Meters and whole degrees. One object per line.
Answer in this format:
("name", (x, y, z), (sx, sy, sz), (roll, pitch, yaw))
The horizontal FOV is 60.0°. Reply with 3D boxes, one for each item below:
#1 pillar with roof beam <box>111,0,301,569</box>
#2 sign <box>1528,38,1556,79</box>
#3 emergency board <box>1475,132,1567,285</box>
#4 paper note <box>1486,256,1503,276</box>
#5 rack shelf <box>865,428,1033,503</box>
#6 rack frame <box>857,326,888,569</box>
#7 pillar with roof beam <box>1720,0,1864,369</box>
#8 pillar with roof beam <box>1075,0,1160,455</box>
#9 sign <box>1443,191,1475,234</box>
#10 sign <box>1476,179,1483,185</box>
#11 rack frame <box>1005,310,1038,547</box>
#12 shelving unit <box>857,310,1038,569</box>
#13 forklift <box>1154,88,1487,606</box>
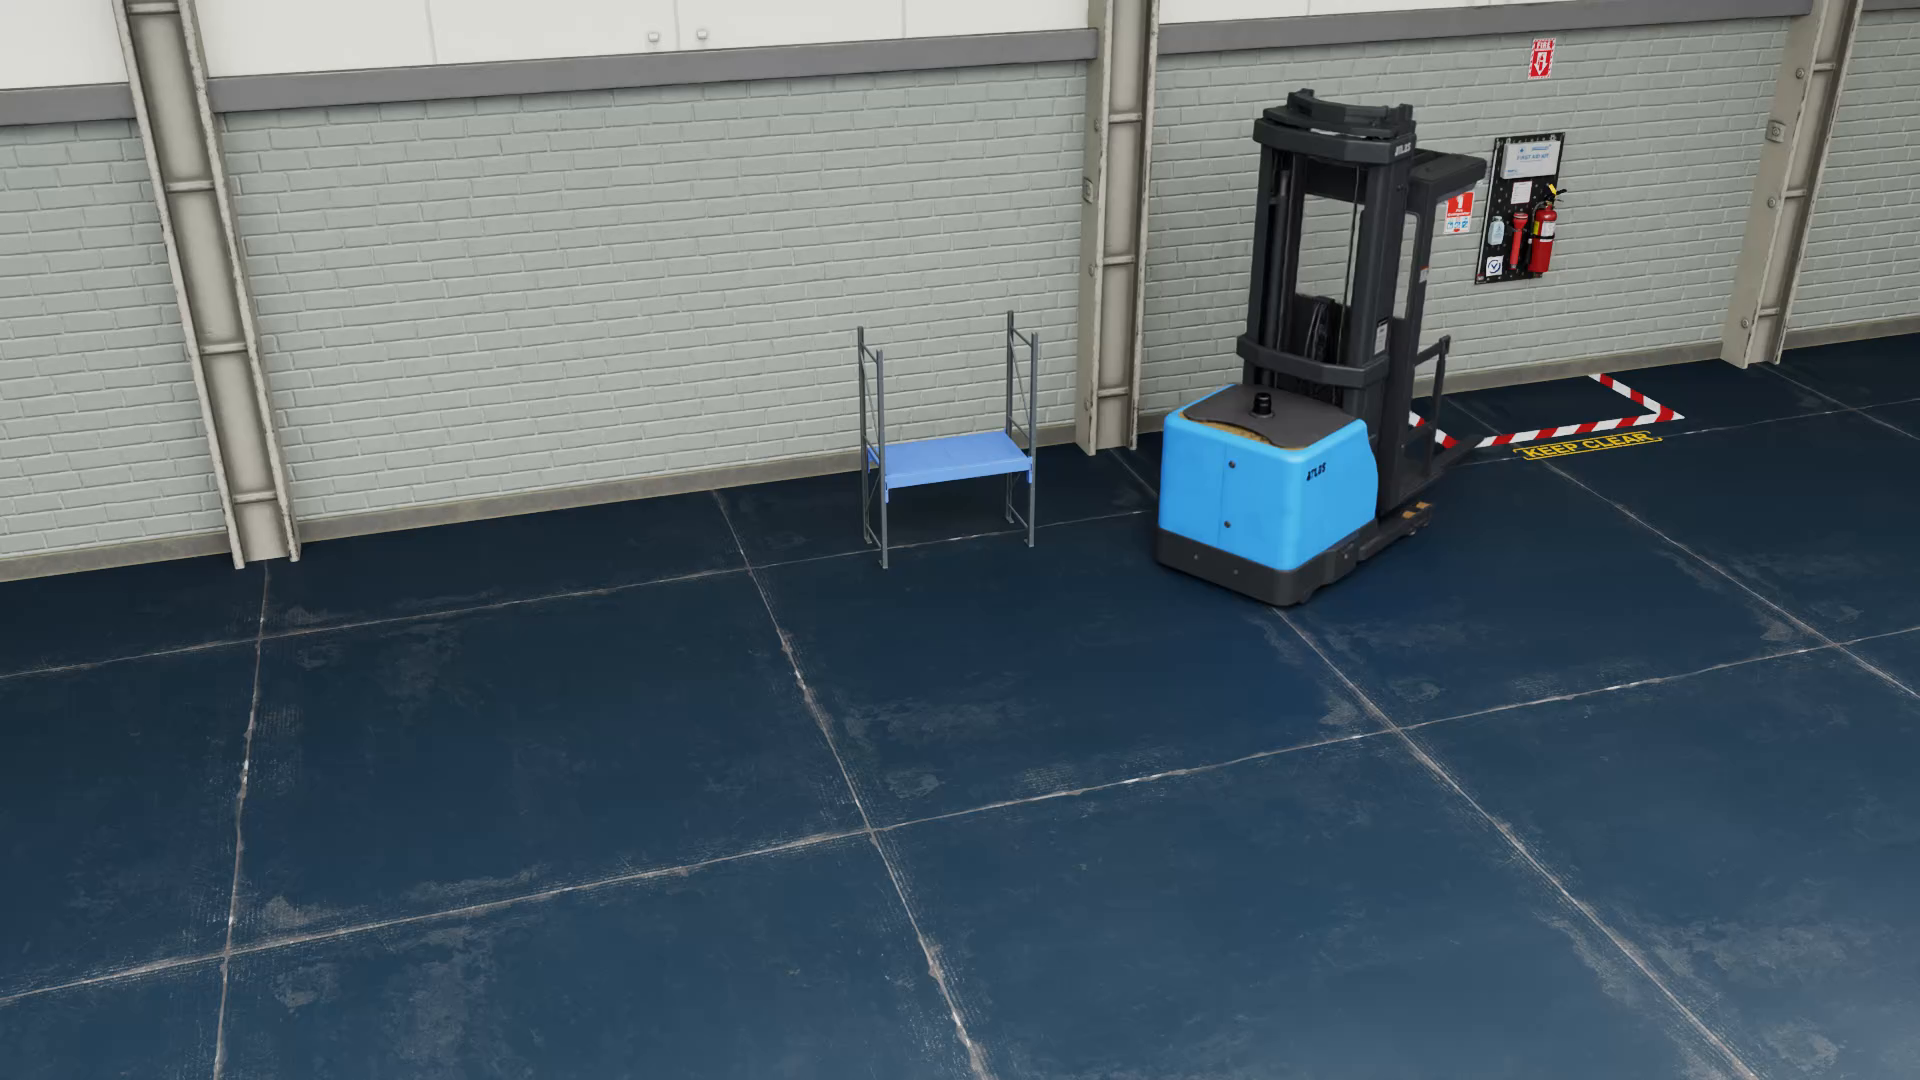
("pillar with roof beam", (-3.261, -2.113, 5.380), (0.400, 9.000, 9.100), (-8, 28, -16))
("sign", (4.416, -3.653, 12.623), (0.199, 0.298, 0.001), (-8, 28, -16))
("emergency board", (4.454, -2.574, 13.056), (0.643, 1.169, 0.194), (-8, 28, -16))
("paper note", (4.265, -2.184, 13.261), (0.142, 0.148, 0.016), (-8, 28, -16))
("rack shelf", (-0.081, -0.499, 10.967), (1.000, 0.185, 0.538), (-8, 28, -16))
("rack frame", (-0.564, -0.590, 10.746), (0.032, 1.500, 0.500), (-8, 28, -16))
("pillar with roof beam", (8.149, -3.765, 8.708), (0.400, 9.000, 9.100), (-8, 28, -16))
("pillar with roof beam", (2.444, -2.939, 7.044), (0.400, 9.000, 9.100), (-8, 28, -16))
("sign", (3.897, -2.558, 12.982), (0.234, 0.329, 0.001), (-8, 28, -16))
("sign", (3.904, -2.792, 12.858), (0.331, 0.109, 0.001), (-8, 28, -16))
("rack frame", (0.402, -0.730, 11.028), (0.032, 1.500, 0.500), (-8, 28, -16))
("shelving unit", (-0.081, -0.660, 10.887), (1.048, 1.500, 0.538), (-8, 28, -16))
("forklift", (2.622, -1.478, 10.925), (1.130, 2.935, 3.031), (22, 34, 37))
